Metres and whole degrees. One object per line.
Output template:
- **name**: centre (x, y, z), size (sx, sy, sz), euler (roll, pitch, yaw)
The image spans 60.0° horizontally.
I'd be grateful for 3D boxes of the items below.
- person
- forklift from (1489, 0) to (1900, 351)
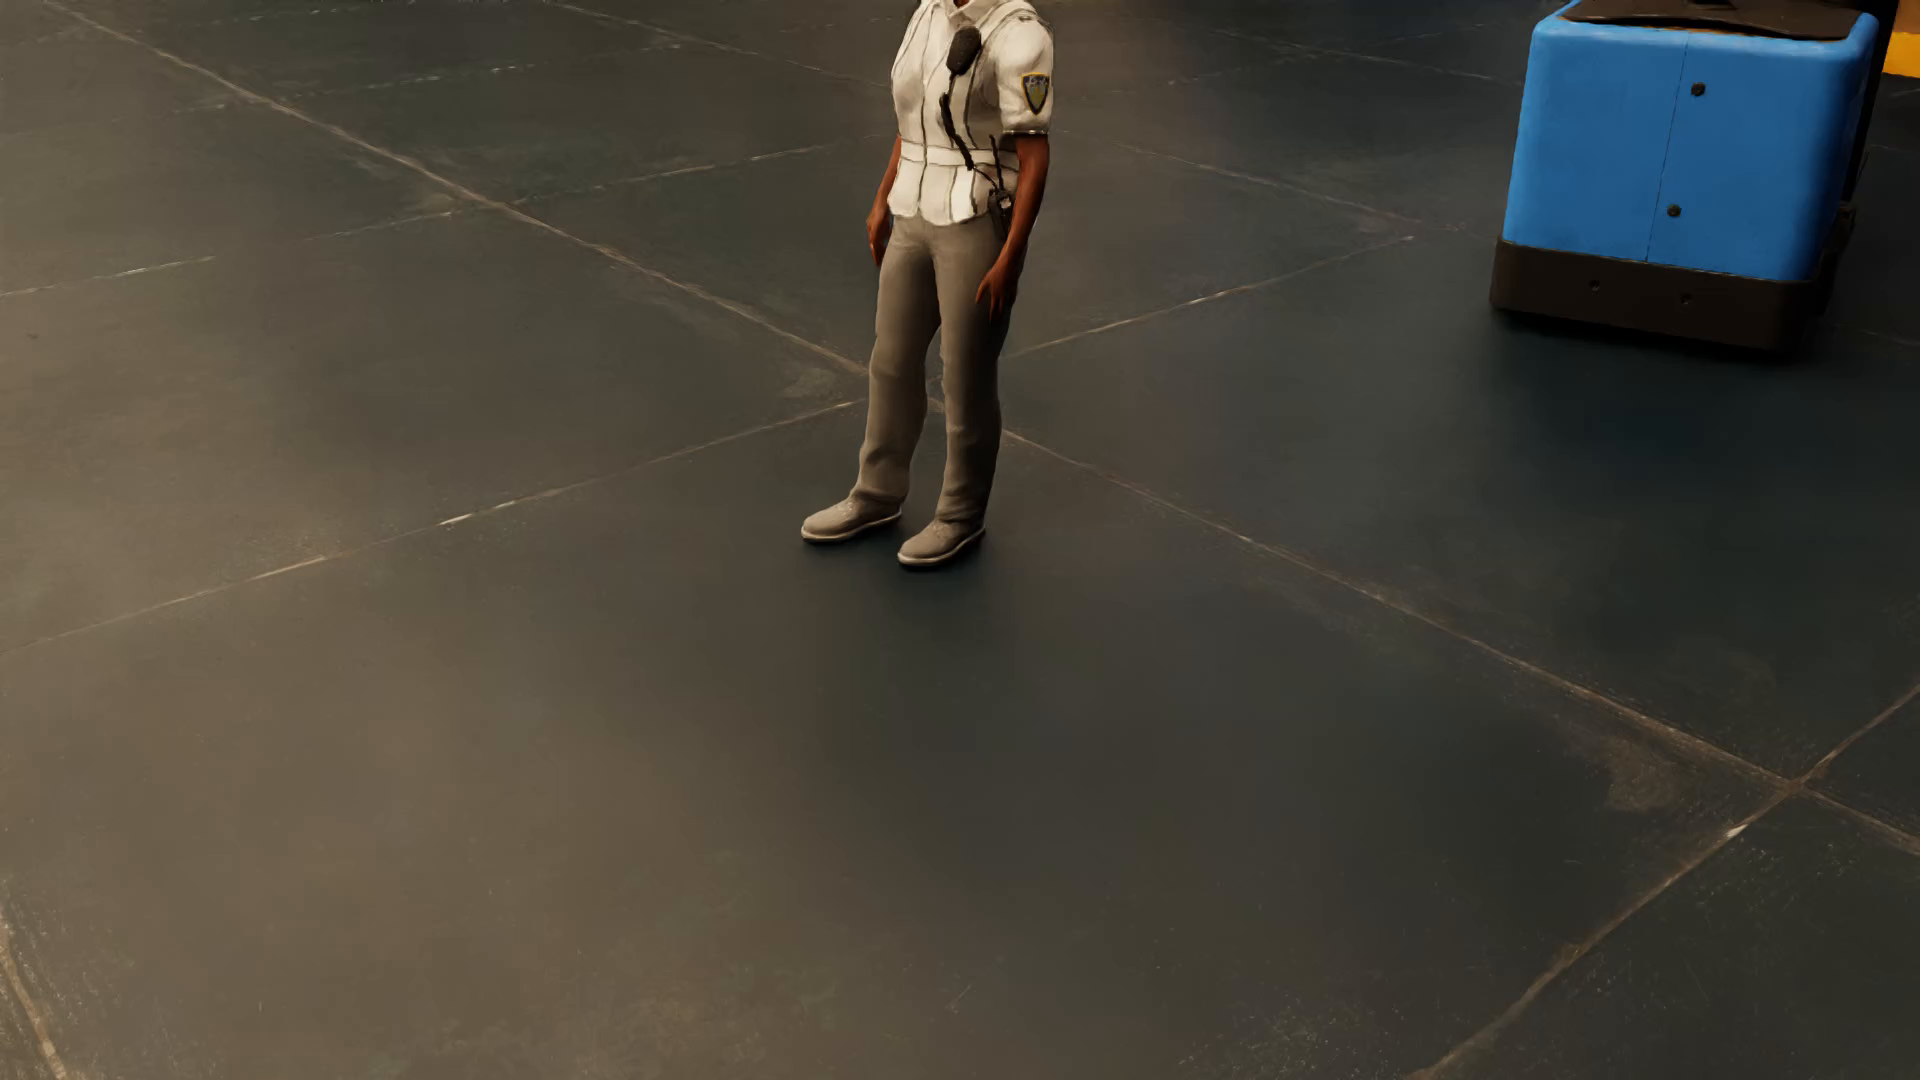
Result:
- **person**: centre (-0.070, -0.751, 4.092), size (0.529, 1.695, 0.570), euler (-20, 33, -35)
- **forklift**: centre (3.118, -2.569, 6.382), size (1.130, 2.935, 3.031), euler (14, 30, 27)
